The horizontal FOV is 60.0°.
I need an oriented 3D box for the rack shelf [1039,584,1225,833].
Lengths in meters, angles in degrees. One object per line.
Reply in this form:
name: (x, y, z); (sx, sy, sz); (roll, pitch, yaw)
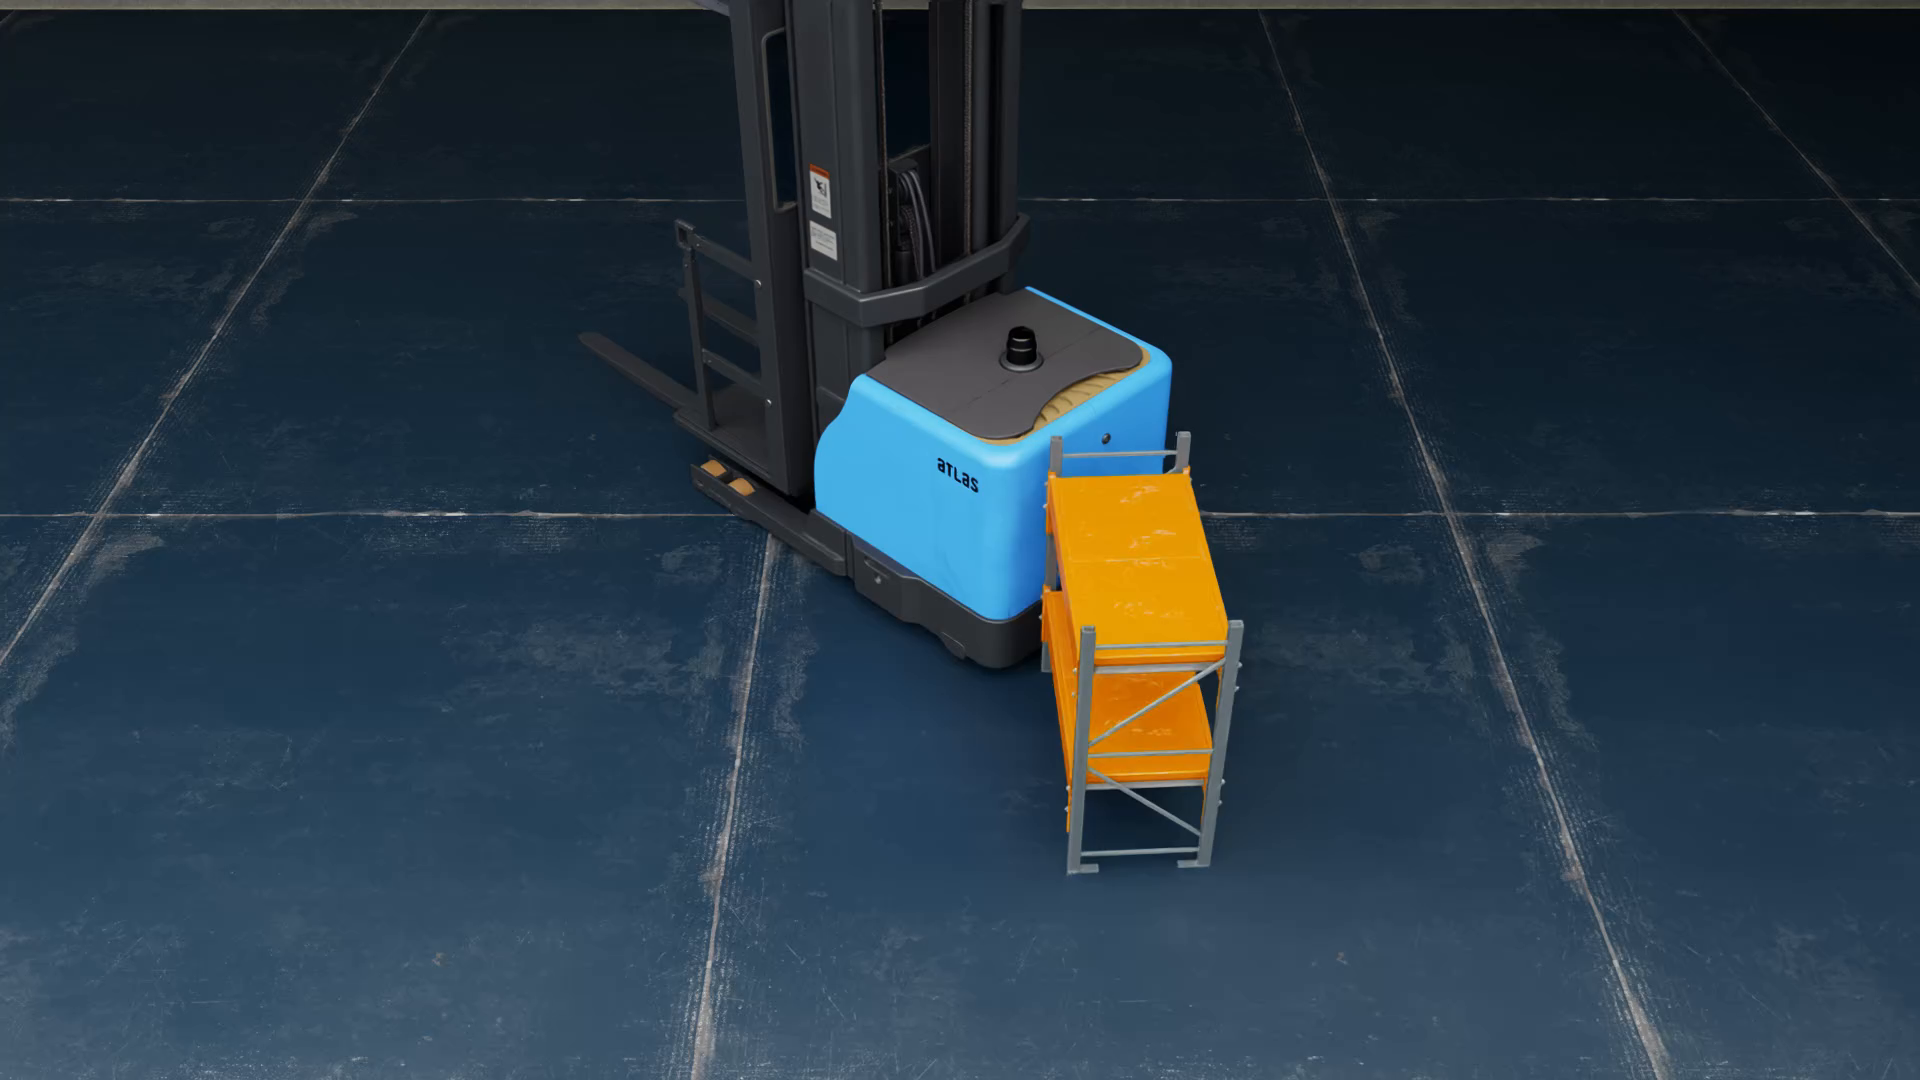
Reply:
rack shelf: (0.598, 0.578, 6.020); (0.538, 0.278, 1.000); (-2, 39, -2)

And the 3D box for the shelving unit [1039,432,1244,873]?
shelving unit: (0.598, 0.387, 5.867); (0.538, 1.125, 1.048); (-2, 39, -2)

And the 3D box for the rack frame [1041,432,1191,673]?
rack frame: (0.572, 0.070, 6.264); (0.500, 1.125, 0.032); (-2, 39, -2)

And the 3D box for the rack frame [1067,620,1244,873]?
rack frame: (0.624, 0.705, 5.471); (0.500, 1.125, 0.032); (-2, 39, -2)

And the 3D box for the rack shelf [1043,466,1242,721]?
rack shelf: (0.598, 0.159, 5.684); (0.538, 0.278, 1.000); (-2, 39, -2)

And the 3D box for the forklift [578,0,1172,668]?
forklift: (-0.562, -1.455, 6.722); (3.031, 2.935, 1.130); (32, 48, 33)
